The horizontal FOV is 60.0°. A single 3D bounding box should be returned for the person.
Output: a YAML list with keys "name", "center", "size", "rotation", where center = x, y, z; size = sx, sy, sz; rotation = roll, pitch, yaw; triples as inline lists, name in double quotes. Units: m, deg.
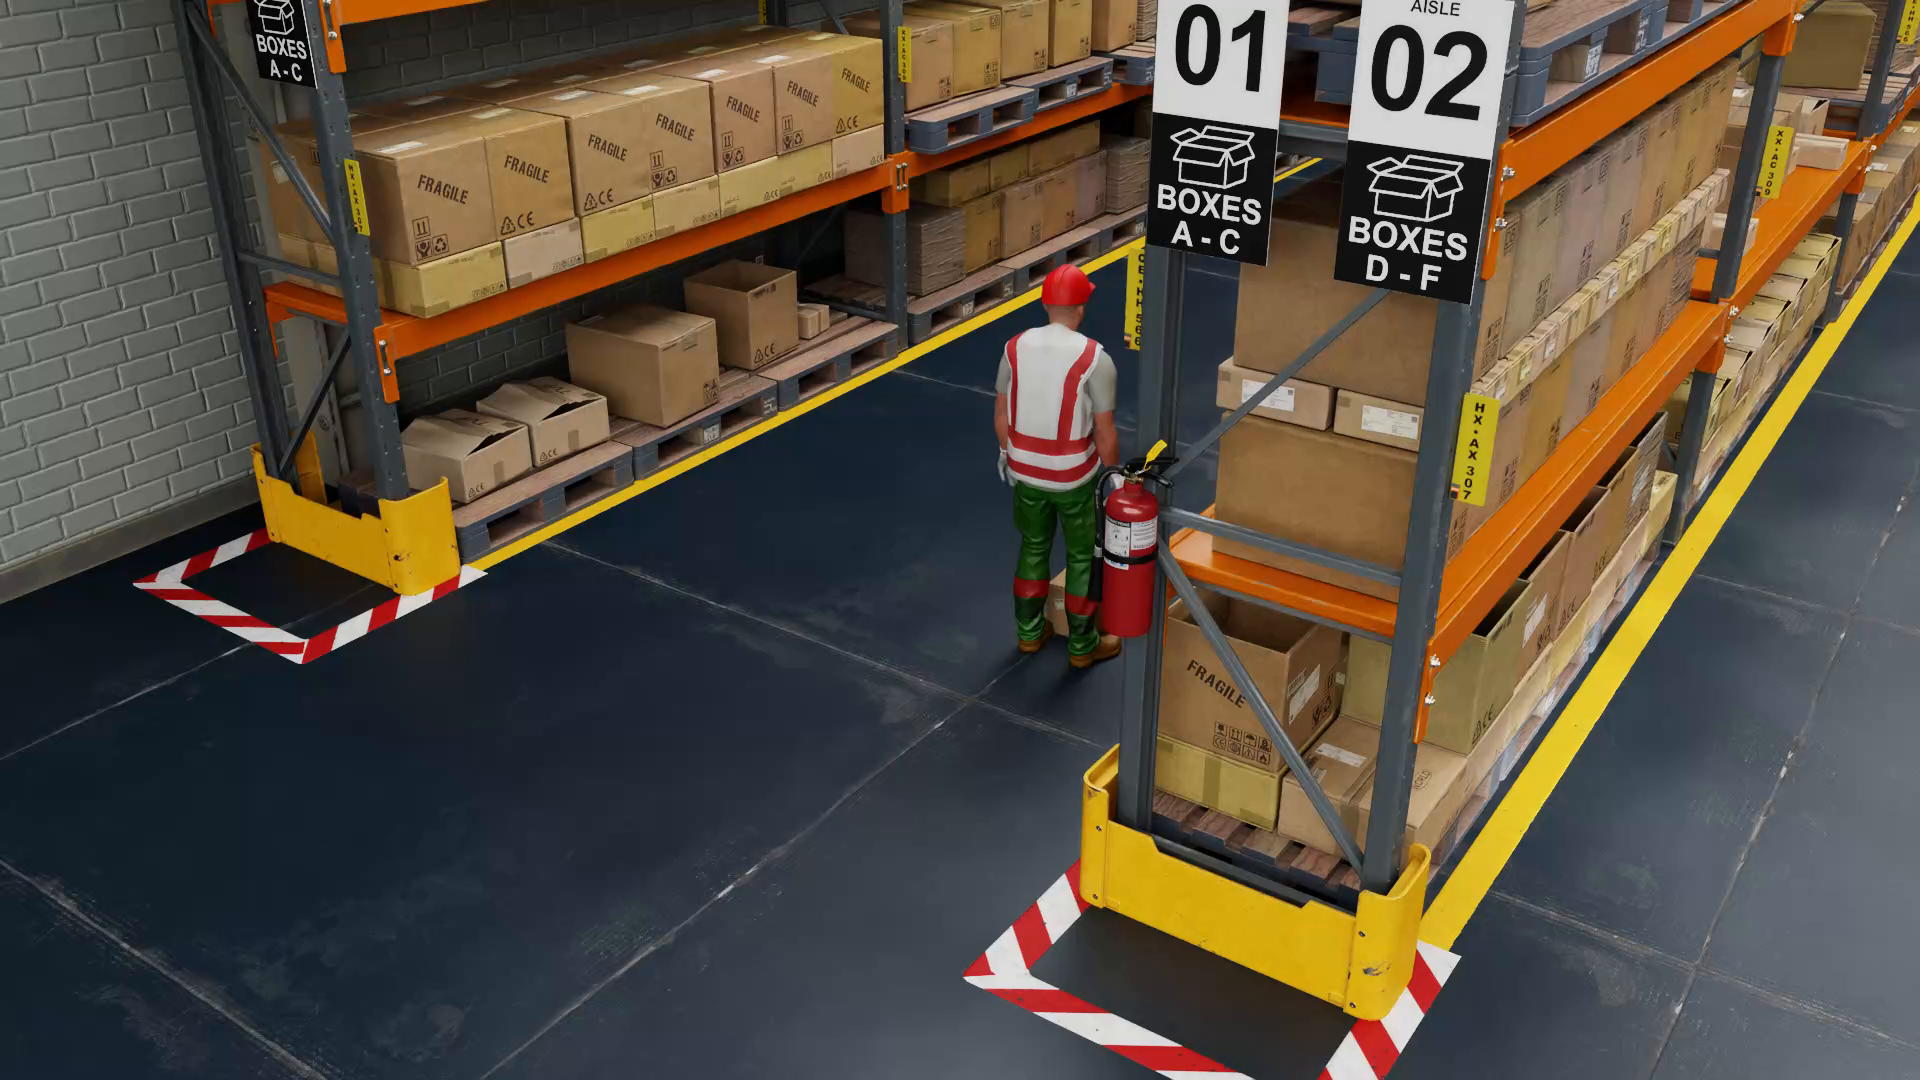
- name: "person"
  center: [0.430, -0.313, 7.219]
  size: [0.622, 1.781, 0.445]
  rotation: [16, 31, 28]
